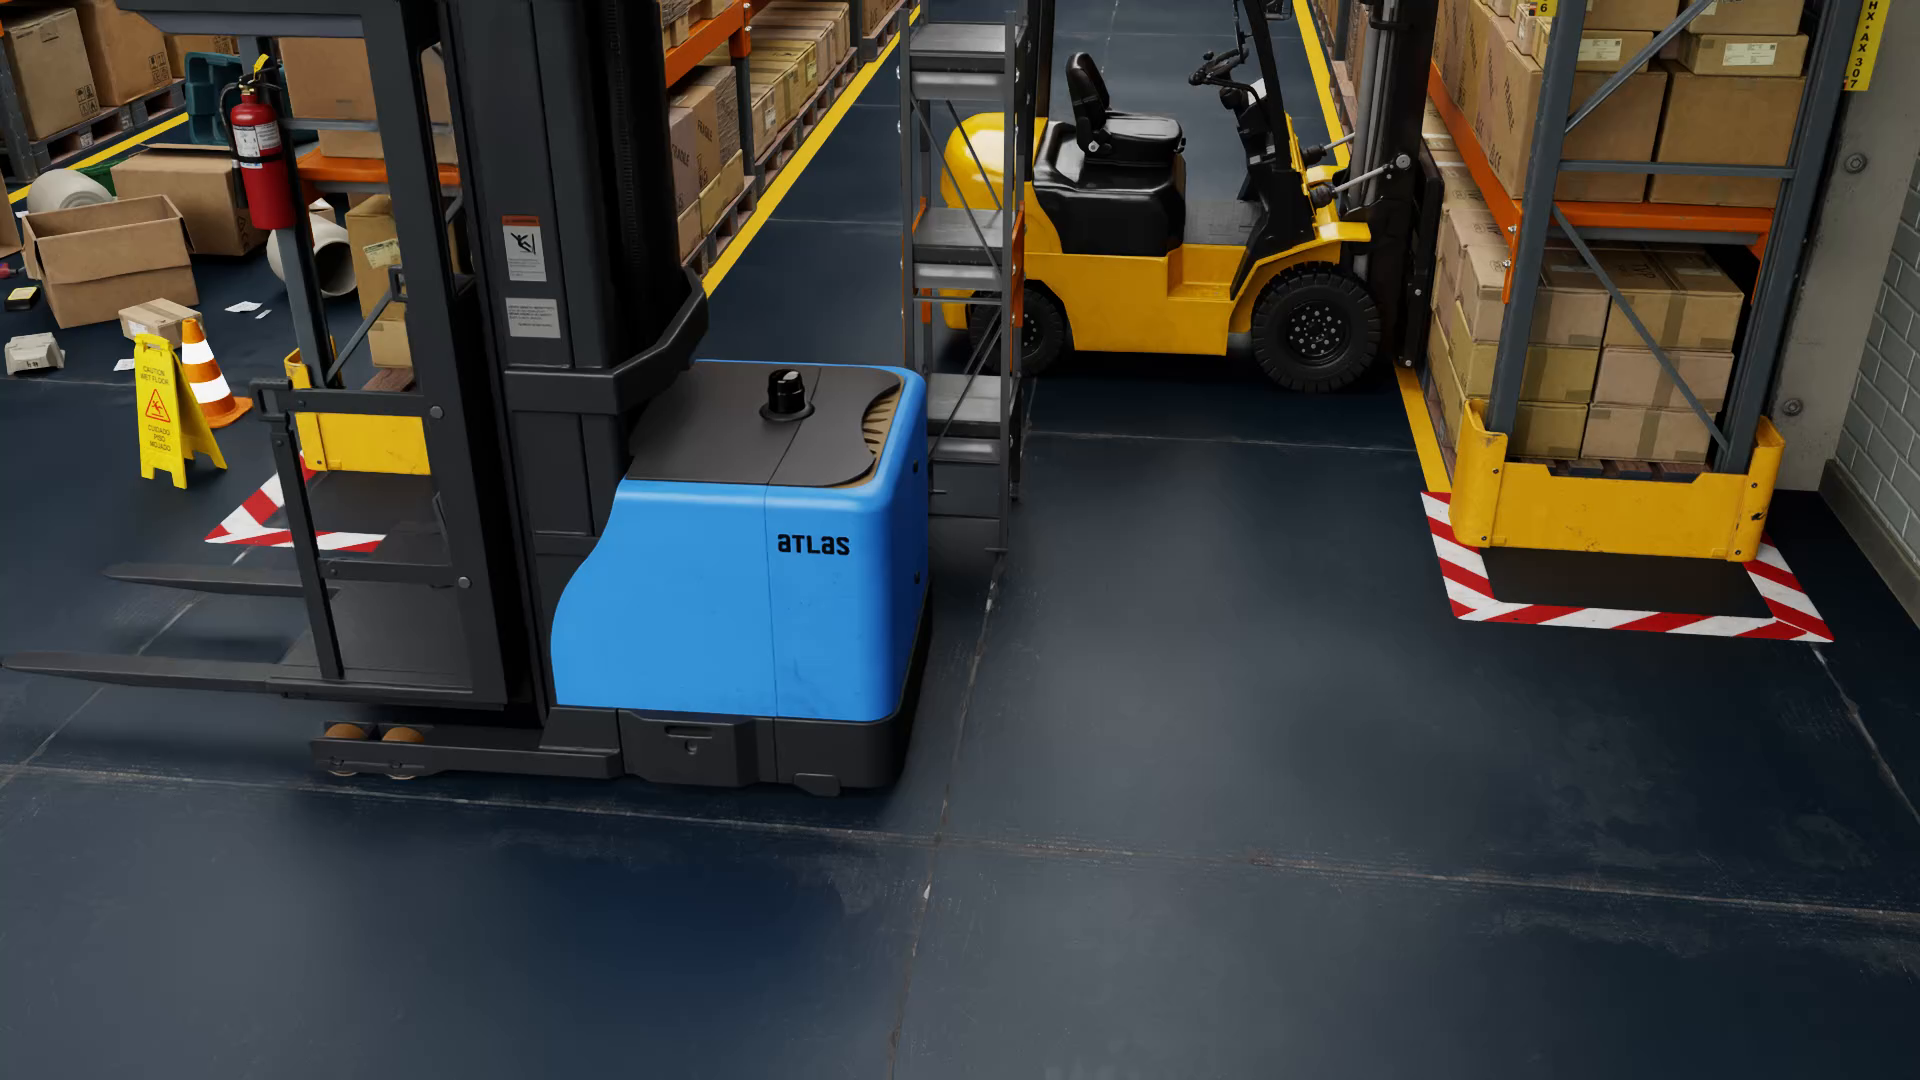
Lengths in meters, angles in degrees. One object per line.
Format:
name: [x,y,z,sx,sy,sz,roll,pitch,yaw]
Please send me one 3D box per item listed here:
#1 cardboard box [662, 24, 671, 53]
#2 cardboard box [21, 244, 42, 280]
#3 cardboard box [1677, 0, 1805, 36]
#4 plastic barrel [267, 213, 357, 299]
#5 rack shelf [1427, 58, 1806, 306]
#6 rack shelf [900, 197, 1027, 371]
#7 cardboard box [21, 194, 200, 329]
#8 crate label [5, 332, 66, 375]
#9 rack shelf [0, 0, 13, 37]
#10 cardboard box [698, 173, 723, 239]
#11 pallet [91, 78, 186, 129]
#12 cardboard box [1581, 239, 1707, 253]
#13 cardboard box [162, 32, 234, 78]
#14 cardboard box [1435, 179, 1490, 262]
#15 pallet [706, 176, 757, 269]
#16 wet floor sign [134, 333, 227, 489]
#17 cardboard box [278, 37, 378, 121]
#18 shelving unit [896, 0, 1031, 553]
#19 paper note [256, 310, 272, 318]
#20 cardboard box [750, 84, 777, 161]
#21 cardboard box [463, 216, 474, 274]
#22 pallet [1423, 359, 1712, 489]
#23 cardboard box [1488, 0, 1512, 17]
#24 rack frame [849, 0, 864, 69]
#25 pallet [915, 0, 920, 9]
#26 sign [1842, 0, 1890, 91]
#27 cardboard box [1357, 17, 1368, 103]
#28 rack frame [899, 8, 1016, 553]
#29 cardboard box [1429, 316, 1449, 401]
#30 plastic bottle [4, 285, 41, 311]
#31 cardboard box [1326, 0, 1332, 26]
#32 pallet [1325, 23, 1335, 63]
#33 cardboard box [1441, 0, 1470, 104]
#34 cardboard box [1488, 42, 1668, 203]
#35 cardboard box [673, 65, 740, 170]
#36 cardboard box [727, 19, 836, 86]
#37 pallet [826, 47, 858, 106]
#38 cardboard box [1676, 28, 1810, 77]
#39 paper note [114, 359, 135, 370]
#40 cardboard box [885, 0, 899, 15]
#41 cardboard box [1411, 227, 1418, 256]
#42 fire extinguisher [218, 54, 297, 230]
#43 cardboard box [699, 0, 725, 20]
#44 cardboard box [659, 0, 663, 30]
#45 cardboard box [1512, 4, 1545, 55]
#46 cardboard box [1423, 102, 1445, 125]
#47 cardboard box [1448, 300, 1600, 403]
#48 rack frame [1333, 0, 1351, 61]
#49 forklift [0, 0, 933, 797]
cardboard box: [-1.744,-2.649,8.769,0.380,0.149,0.250,3,28,5]
cardboard box: [-5.133,-1.646,9.525,0.396,0.266,0.258,8,29,15]
cardboard box: [2.865,-1.962,6.127,0.380,0.149,0.250,3,28,5]
plastic barrel: [-3.564,-1.569,9.216,0.421,0.421,0.512,-24,36,-37]
rack shelf: [2.857,-1.981,8.023,1.077,0.370,4.000,3,28,6]
rack shelf: [0.020,-0.990,6.403,0.431,0.518,0.480,3,28,6]
cardboard box: [-4.612,-1.518,9.037,0.797,0.503,0.637,-17,33,-29]
crate label: [-4.651,-0.938,8.347,0.250,0.136,0.298,-11,30,-20]
rack shelf: [-6.505,-4.391,12.496,1.077,0.370,4.000,3,28,6]
cardboard box: [-1.686,-1.955,9.672,0.500,0.250,0.500,3,28,5]
pallet: [-6.583,-3.482,12.990,1.003,0.211,1.213,3,28,6]
cardboard box: [2.916,-1.221,7.257,0.500,0.250,0.500,3,28,6]
cardboard box: [-6.528,-4.150,13.220,1.050,0.750,0.750,4,29,7]
cardboard box: [2.467,-1.484,7.745,0.500,0.250,0.500,4,29,7]
pallet: [-1.872,-1.980,10.203,1.003,0.211,1.213,3,28,6]
wet floor sign: [-3.400,-0.579,7.145,0.267,0.644,0.232,14,31,24]
cardboard box: [-2.522,-2.089,7.047,0.500,0.500,0.500,3,28,5]
shelving unit: [0.020,-1.002,6.397,0.431,2.100,0.503,3,28,6]
paper note: [-3.774,-1.225,9.013,0.032,0.001,0.123,3,28,6]
cardboard box: [-1.763,-2.801,11.114,0.950,0.372,0.625,4,29,7]
cardboard box: [-1.939,-1.322,7.707,0.500,0.500,0.500,2,28,4]
pallet: [2.664,-0.491,7.439,1.003,0.211,1.213,3,28,6]
cardboard box: [2.498,-2.350,7.161,0.380,0.149,0.250,2,28,5]
rack frame: [-1.335,-5.409,13.627,1.000,3.000,0.127,3,28,6]
pallet: [-0.864,-5.696,17.101,1.003,0.211,1.213,3,28,6]
sign: [3.162,-1.737,5.816,0.100,0.325,0.005,3,28,6]
cardboard box: [3.347,-3.344,11.855,0.875,0.625,0.625,2,28,4]
rack frame: [-0.010,-0.887,6.183,0.400,2.100,0.015,3,28,6]
cardboard box: [2.426,-0.804,7.535,0.500,0.250,0.500,3,28,6]
plastic bottle: [-5.168,-1.345,9.181,0.133,0.061,0.283,-6,29,-11]
cardboard box: [3.564,-4.899,14.874,0.500,0.500,0.500,5,29,8]
pallet: [3.721,-4.244,14.404,1.003,0.211,1.213,3,28,6]
cardboard box: [2.597,-2.369,7.880,0.500,0.500,0.500,4,29,7]
cardboard box: [2.411,-1.647,6.539,0.500,0.500,0.500,3,28,5]
cardboard box: [-1.631,-2.536,9.961,0.500,0.500,0.500,3,28,5]
cardboard box: [-1.496,-3.823,13.012,0.950,0.372,0.625,3,28,5]
pallet: [-1.432,-3.813,13.606,1.003,0.211,1.213,3,28,6]
cardboard box: [2.911,-1.830,6.196,0.380,0.149,0.250,3,28,5]
paper note: [-4.175,-0.896,8.382,0.148,0.019,0.142,-6,29,-11]
cardboard box: [-1.054,-5.398,15.405,0.875,0.875,0.875,4,29,7]
cardboard box: [2.541,-1.513,8.325,0.500,0.250,0.500,3,28,6]
fire extinguisher: [-2.786,-1.582,6.605,0.296,0.674,0.183,3,28,6]
cardboard box: [-1.586,-3.128,9.659,0.380,0.149,0.250,4,29,7]
cardboard box: [-1.806,-2.748,8.270,0.500,0.500,0.500,3,28,5]
cardboard box: [2.378,-1.987,6.487,0.380,0.149,0.250,4,29,7]
cardboard box: [2.658,-2.204,9.081,0.500,0.250,0.500,3,28,6]
cardboard box: [2.361,-0.798,6.998,0.500,0.250,0.500,3,28,6]
rack frame: [3.592,-5.122,13.095,1.000,3.000,0.127,3,28,6]
forklift: [-1.648,-0.769,5.087,3.031,2.935,1.130,3,28,5]
